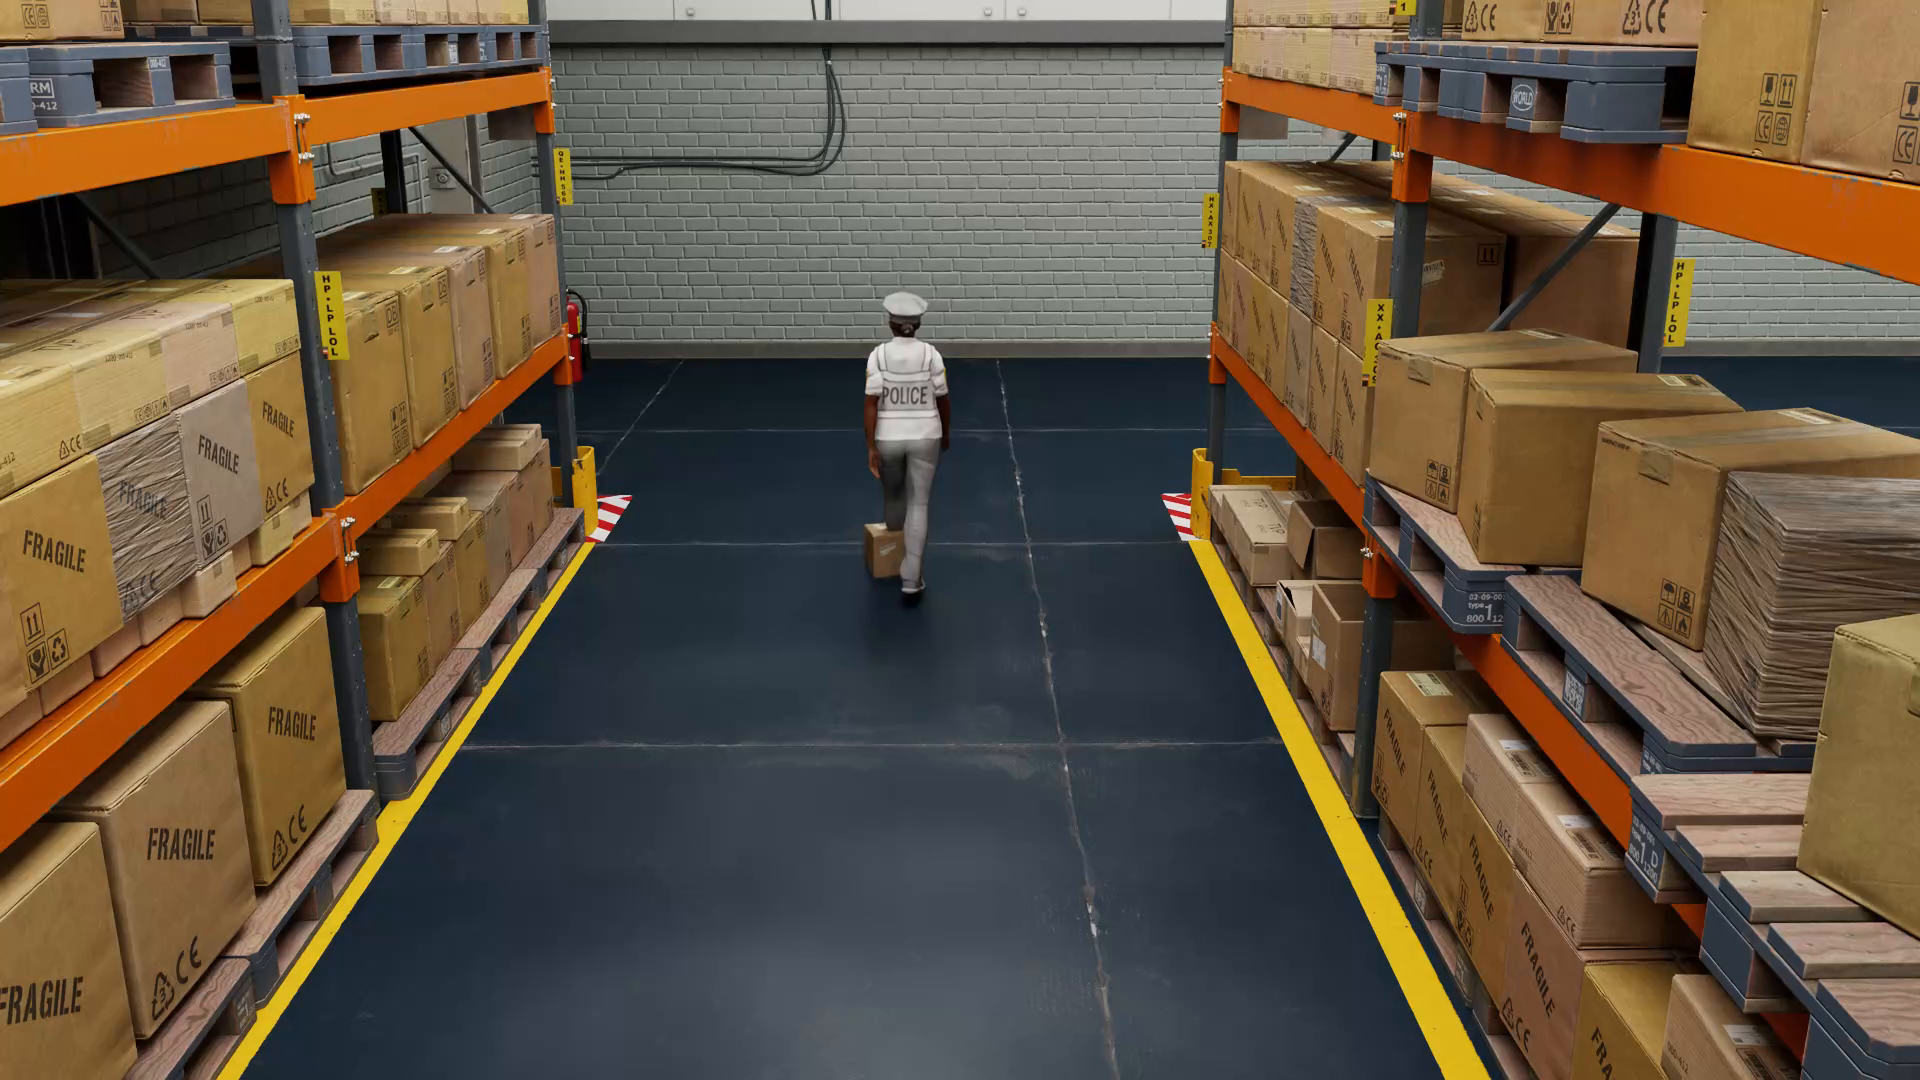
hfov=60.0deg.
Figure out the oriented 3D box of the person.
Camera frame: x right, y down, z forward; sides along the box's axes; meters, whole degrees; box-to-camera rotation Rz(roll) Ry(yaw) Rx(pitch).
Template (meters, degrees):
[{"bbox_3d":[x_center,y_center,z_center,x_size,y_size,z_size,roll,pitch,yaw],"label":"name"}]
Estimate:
[{"bbox_3d":[-0.290,-0.580,9.364,0.474,1.615,1.030,1,17,3],"label":"person"}]
